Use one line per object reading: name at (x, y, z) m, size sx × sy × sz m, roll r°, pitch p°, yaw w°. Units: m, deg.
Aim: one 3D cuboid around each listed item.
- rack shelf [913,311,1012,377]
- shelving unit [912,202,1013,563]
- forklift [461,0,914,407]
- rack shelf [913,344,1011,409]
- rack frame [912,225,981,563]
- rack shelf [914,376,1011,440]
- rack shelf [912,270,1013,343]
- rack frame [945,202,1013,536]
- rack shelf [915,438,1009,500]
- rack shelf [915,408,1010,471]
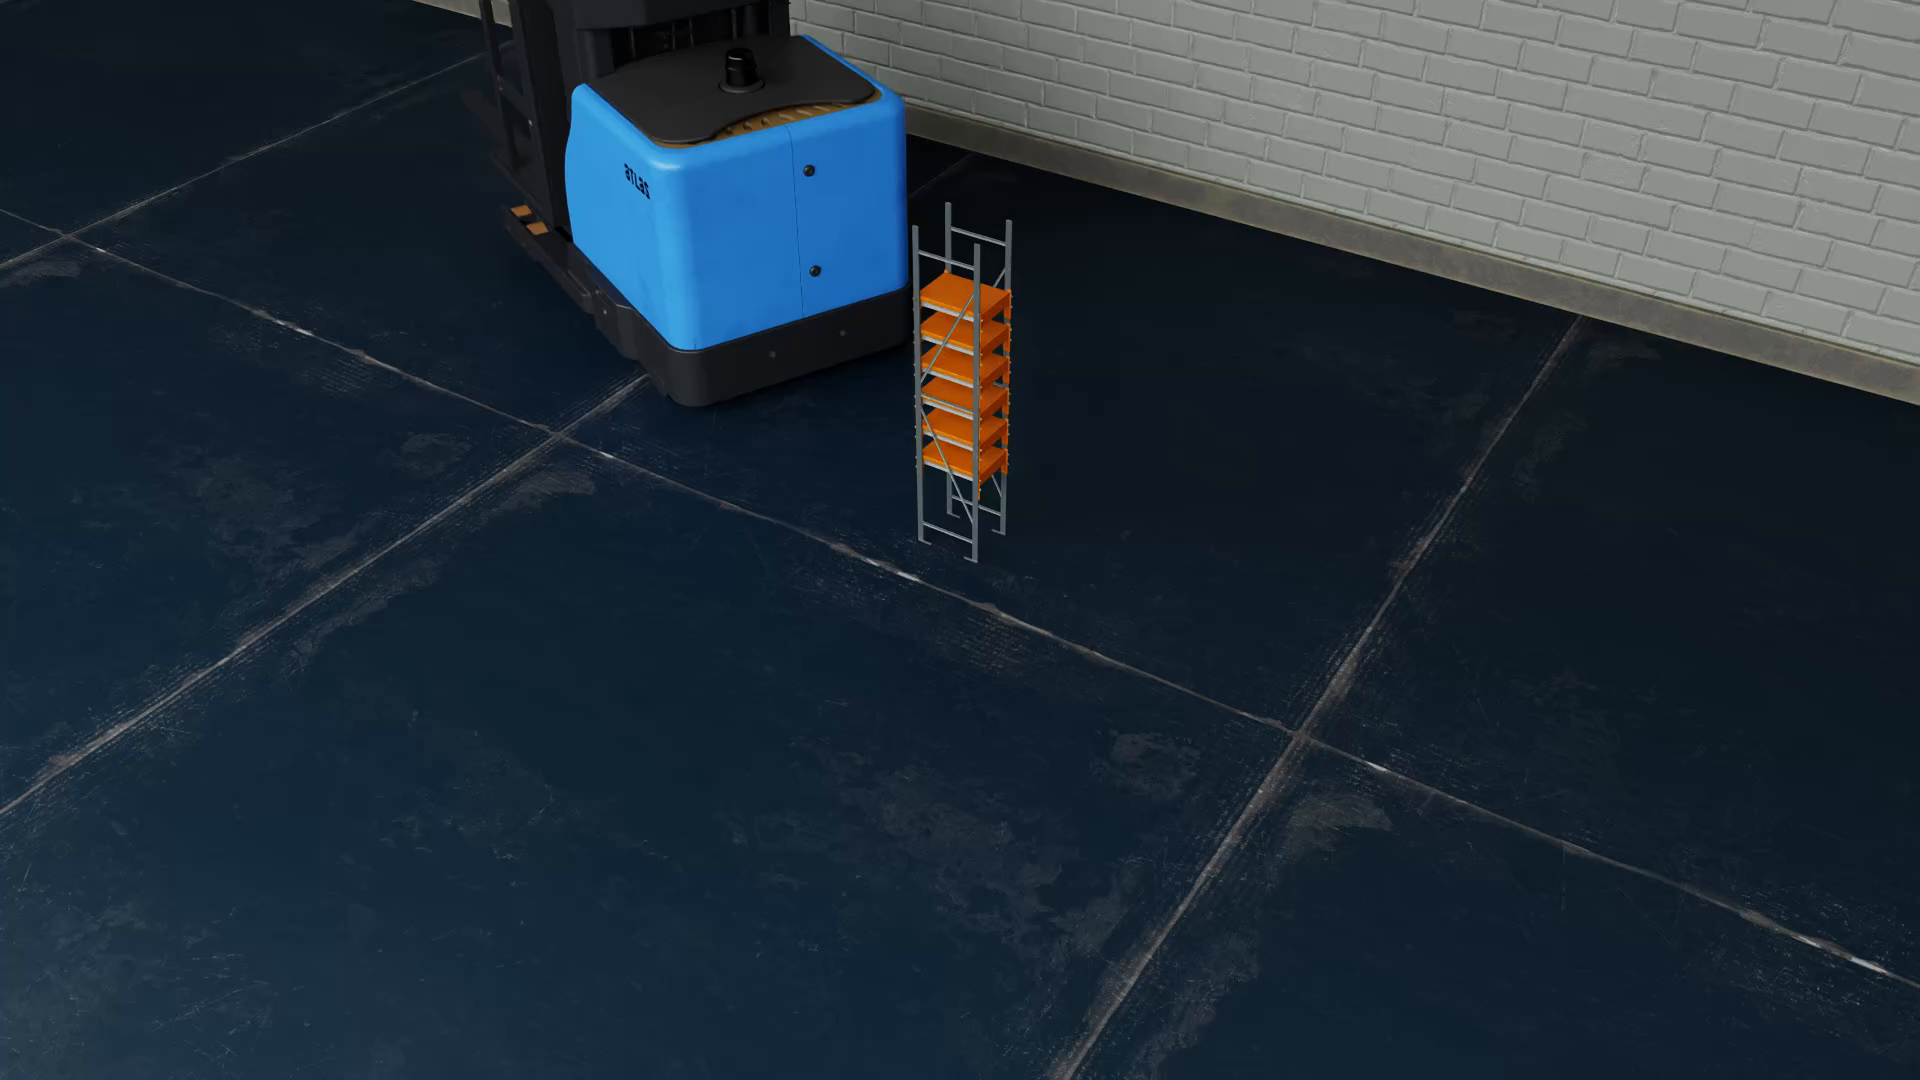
rack shelf at (0.008, -0.638, 5.274) m, size 0.258 × 0.103 × 0.180 m, roll 21°, pitch 42°, yaw 25°
shelving unit at (0.008, -0.483, 5.393) m, size 0.258 × 1.200 × 0.189 m, roll 21°, pitch 42°, yaw 25°
forklift at (-1.394, -2.535, 6.637) m, size 1.130 × 2.935 × 3.031 m, roll -21°, pitch 42°, yaw -25°
rack shelf at (0.008, -0.542, 5.347) m, size 0.258 × 0.103 × 0.180 m, roll 21°, pitch 42°, yaw 25°
rack frame at (-0.041, -0.435, 5.332) m, size 0.240 × 1.200 × 0.006 m, roll 21°, pitch 42°, yaw 25°
rack shelf at (0.008, -0.447, 5.420) m, size 0.258 × 0.103 × 0.180 m, roll 21°, pitch 42°, yaw 25°
rack shelf at (0.008, -0.733, 5.201) m, size 0.258 × 0.103 × 0.180 m, roll 21°, pitch 42°, yaw 25°
rack frame at (0.057, -0.530, 5.455) m, size 0.240 × 1.200 × 0.006 m, roll 21°, pitch 42°, yaw 25°
rack shelf at (0.008, -0.257, 5.567) m, size 0.258 × 0.103 × 0.180 m, roll 21°, pitch 42°, yaw 25°
rack shelf at (0.008, -0.352, 5.494) m, size 0.258 × 0.103 × 0.180 m, roll 21°, pitch 42°, yaw 25°
